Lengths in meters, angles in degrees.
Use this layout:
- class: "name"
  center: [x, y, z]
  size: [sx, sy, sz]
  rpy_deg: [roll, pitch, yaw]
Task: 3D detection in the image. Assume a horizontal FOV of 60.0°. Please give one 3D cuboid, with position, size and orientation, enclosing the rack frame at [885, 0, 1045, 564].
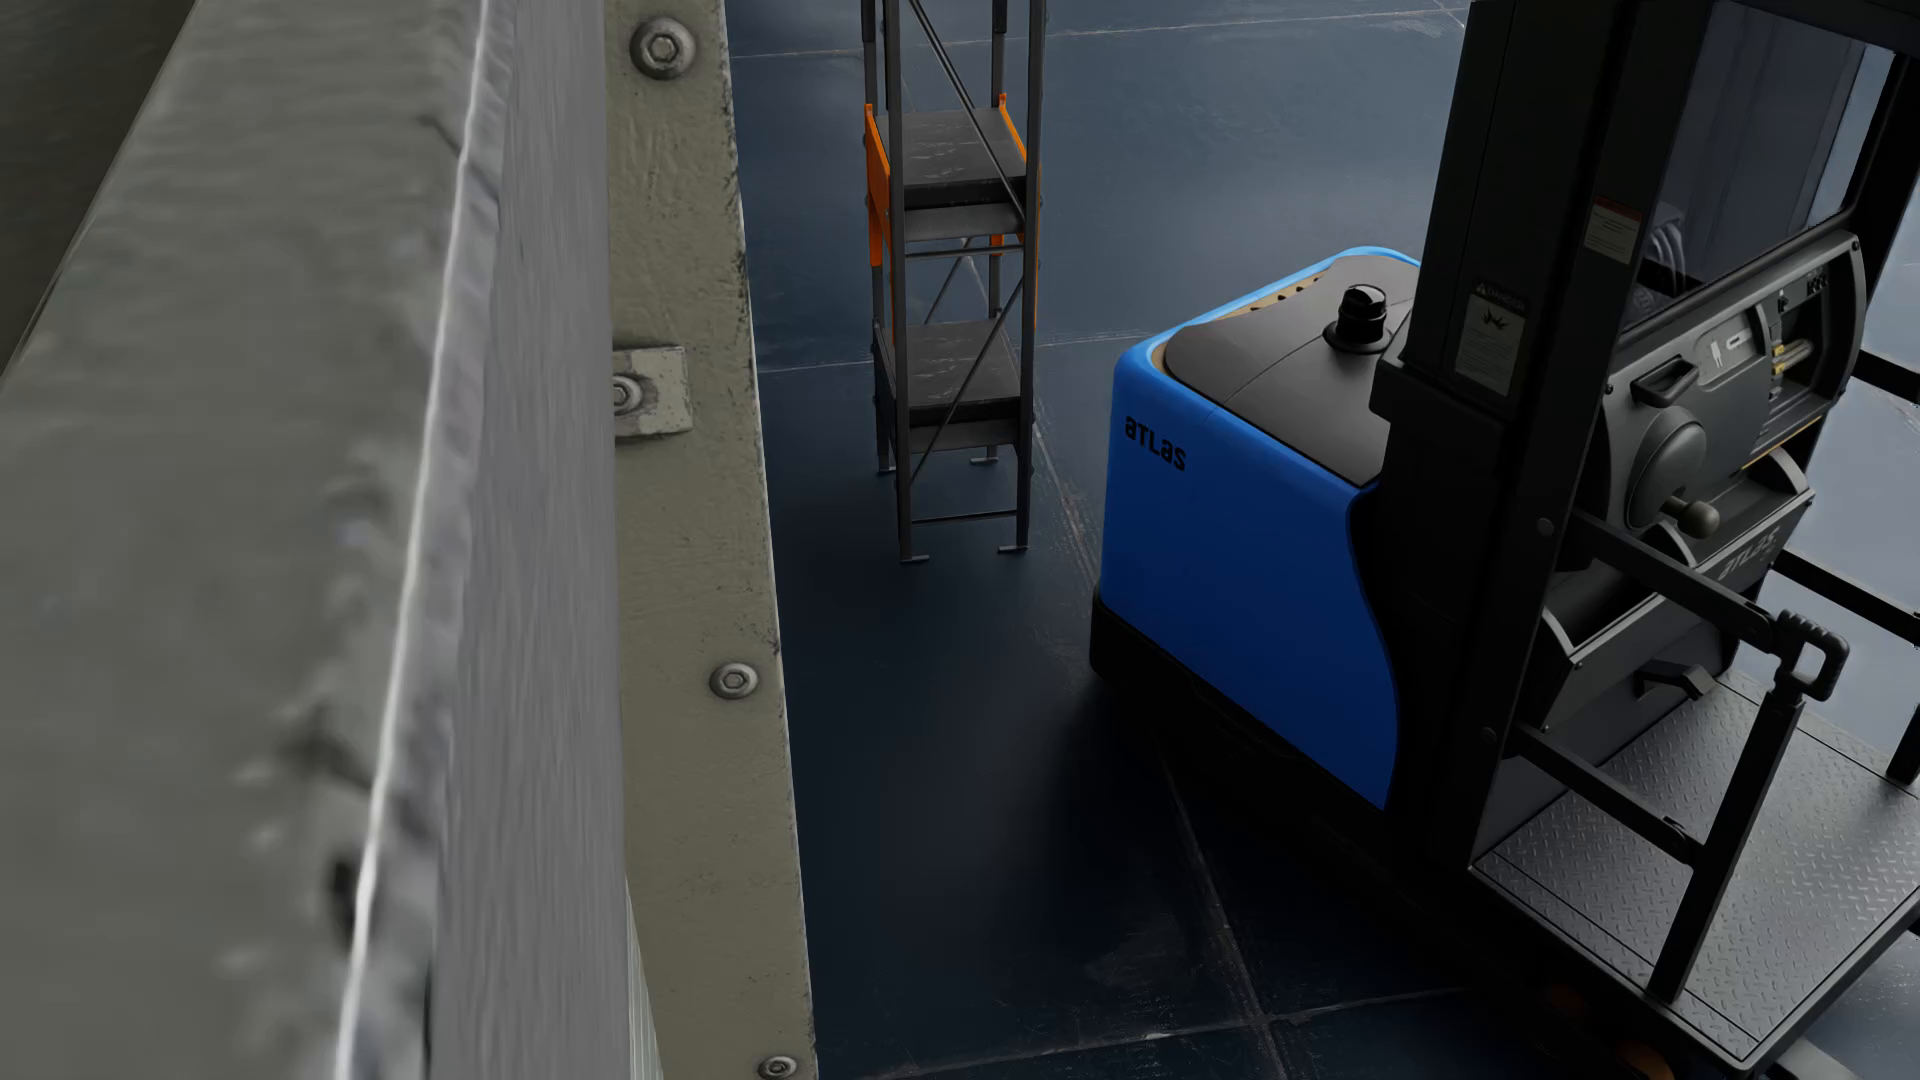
- class: "rack frame"
  center: [0.014, -0.782, 4.545]
  size: [0.400, 2.100, 0.015]
  rpy_deg: [-6, 38, -8]

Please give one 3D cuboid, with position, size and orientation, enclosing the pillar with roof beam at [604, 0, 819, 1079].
- class: "pillar with roof beam"
  center: [3.768, -2.785, 1.500]
  size: [9.100, 9.000, 0.400]
  rpy_deg: [-6, 38, -8]

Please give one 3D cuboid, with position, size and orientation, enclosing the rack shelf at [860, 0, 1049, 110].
- class: "rack shelf"
  center: [-0.029, -1.471, 4.313]
  size: [0.431, 0.518, 0.480]
  rpy_deg: [-6, 38, -8]

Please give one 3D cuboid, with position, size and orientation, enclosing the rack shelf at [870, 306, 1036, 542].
- class: "rack shelf"
  center: [-0.029, -0.366, 5.172]
  size: [0.431, 0.518, 0.480]
  rpy_deg: [-6, 38, -8]

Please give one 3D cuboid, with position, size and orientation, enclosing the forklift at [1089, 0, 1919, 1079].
- class: "forklift"
  center: [1.679, -0.250, 3.183]
  size: [1.130, 2.935, 3.031]
  rpy_deg: [-26, 45, -30]

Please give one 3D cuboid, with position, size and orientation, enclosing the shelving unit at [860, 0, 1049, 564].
- class: "shelving unit"
  center: [-0.029, -0.929, 4.735]
  size: [0.431, 2.100, 0.503]
  rpy_deg: [-6, 38, -8]

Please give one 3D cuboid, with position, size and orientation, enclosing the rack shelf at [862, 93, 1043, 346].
- class: "rack shelf"
  center: [-0.029, -0.918, 4.743]
  size: [0.431, 0.518, 0.480]
  rpy_deg: [-6, 38, -8]

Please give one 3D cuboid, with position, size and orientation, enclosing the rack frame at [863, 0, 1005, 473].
- class: "rack frame"
  center: [-0.072, -1.077, 4.924]
  size: [0.400, 2.100, 0.015]
  rpy_deg: [-6, 38, -8]
